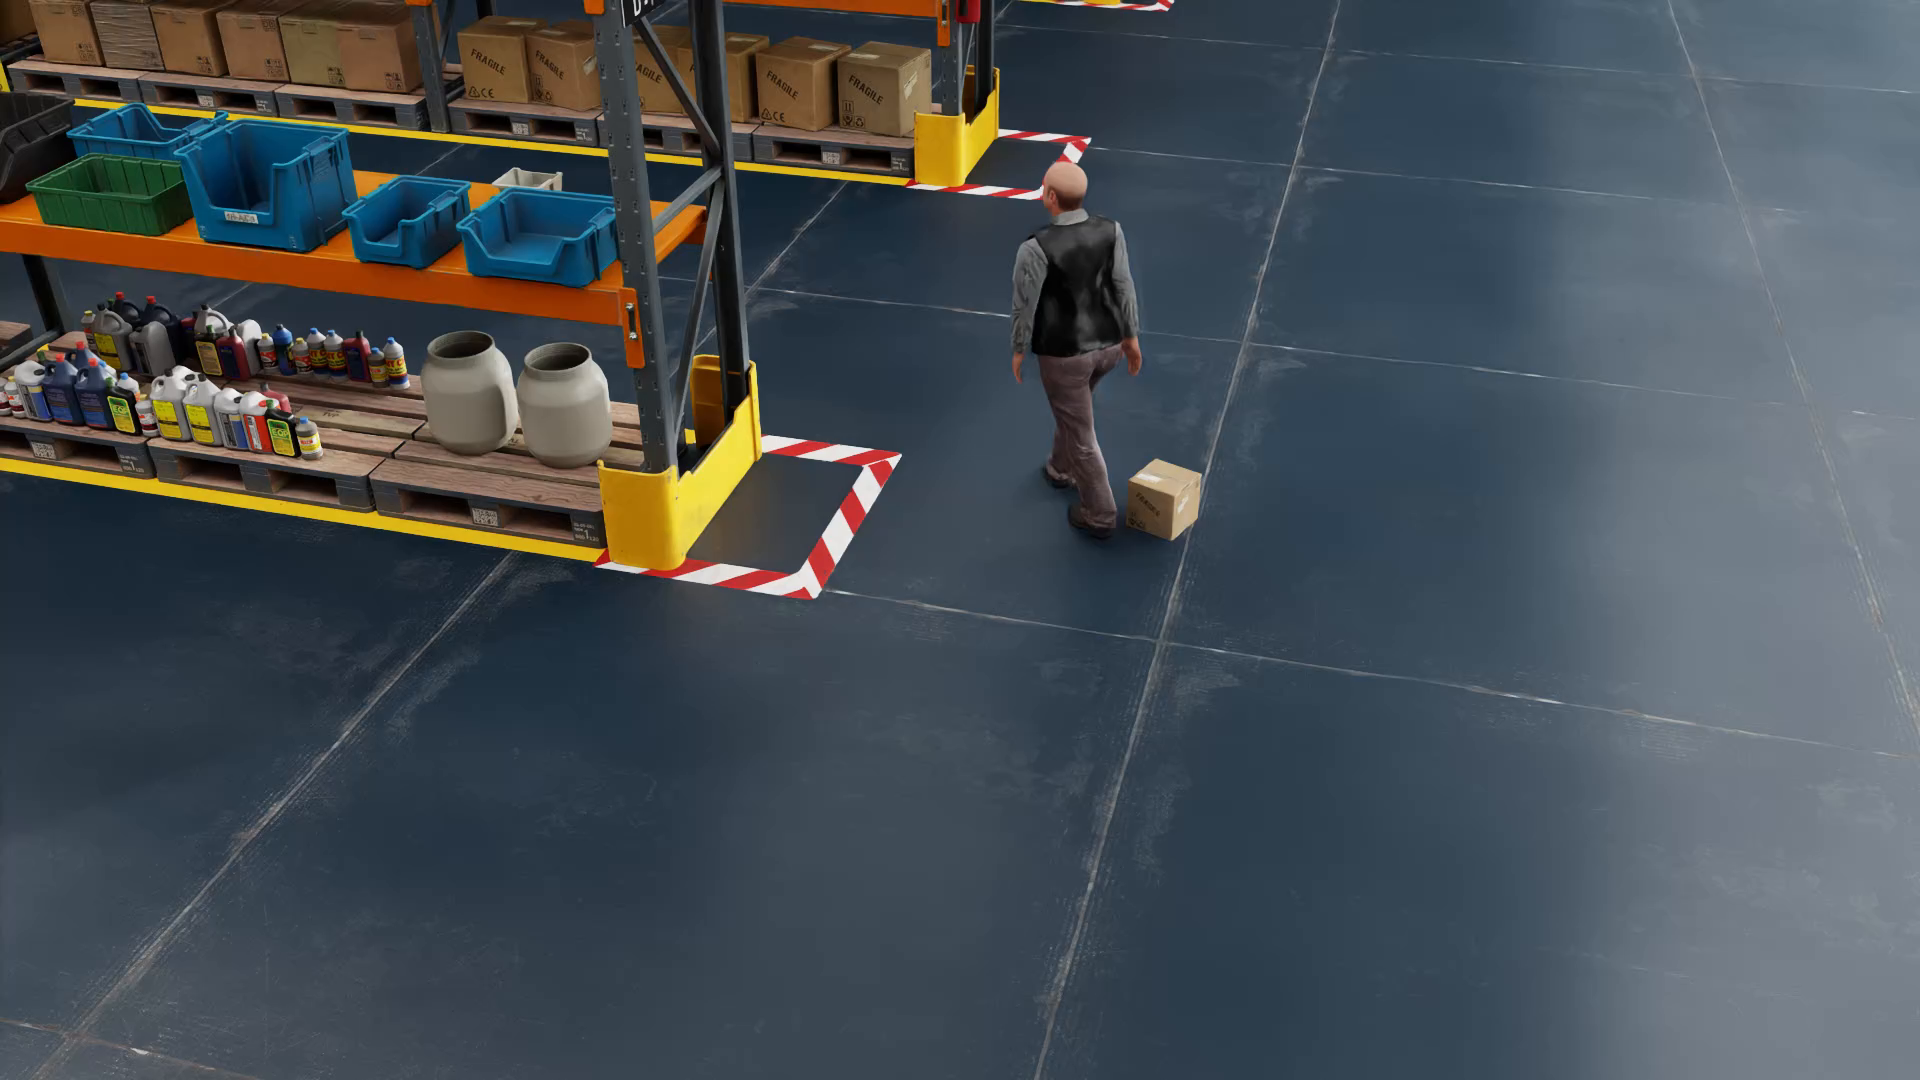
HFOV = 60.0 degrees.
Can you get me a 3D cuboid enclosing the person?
[{"bbox_3d":[0.489,-0.853,7.506,0.565,1.724,0.779,-20,37,-28],"label":"person"}]
